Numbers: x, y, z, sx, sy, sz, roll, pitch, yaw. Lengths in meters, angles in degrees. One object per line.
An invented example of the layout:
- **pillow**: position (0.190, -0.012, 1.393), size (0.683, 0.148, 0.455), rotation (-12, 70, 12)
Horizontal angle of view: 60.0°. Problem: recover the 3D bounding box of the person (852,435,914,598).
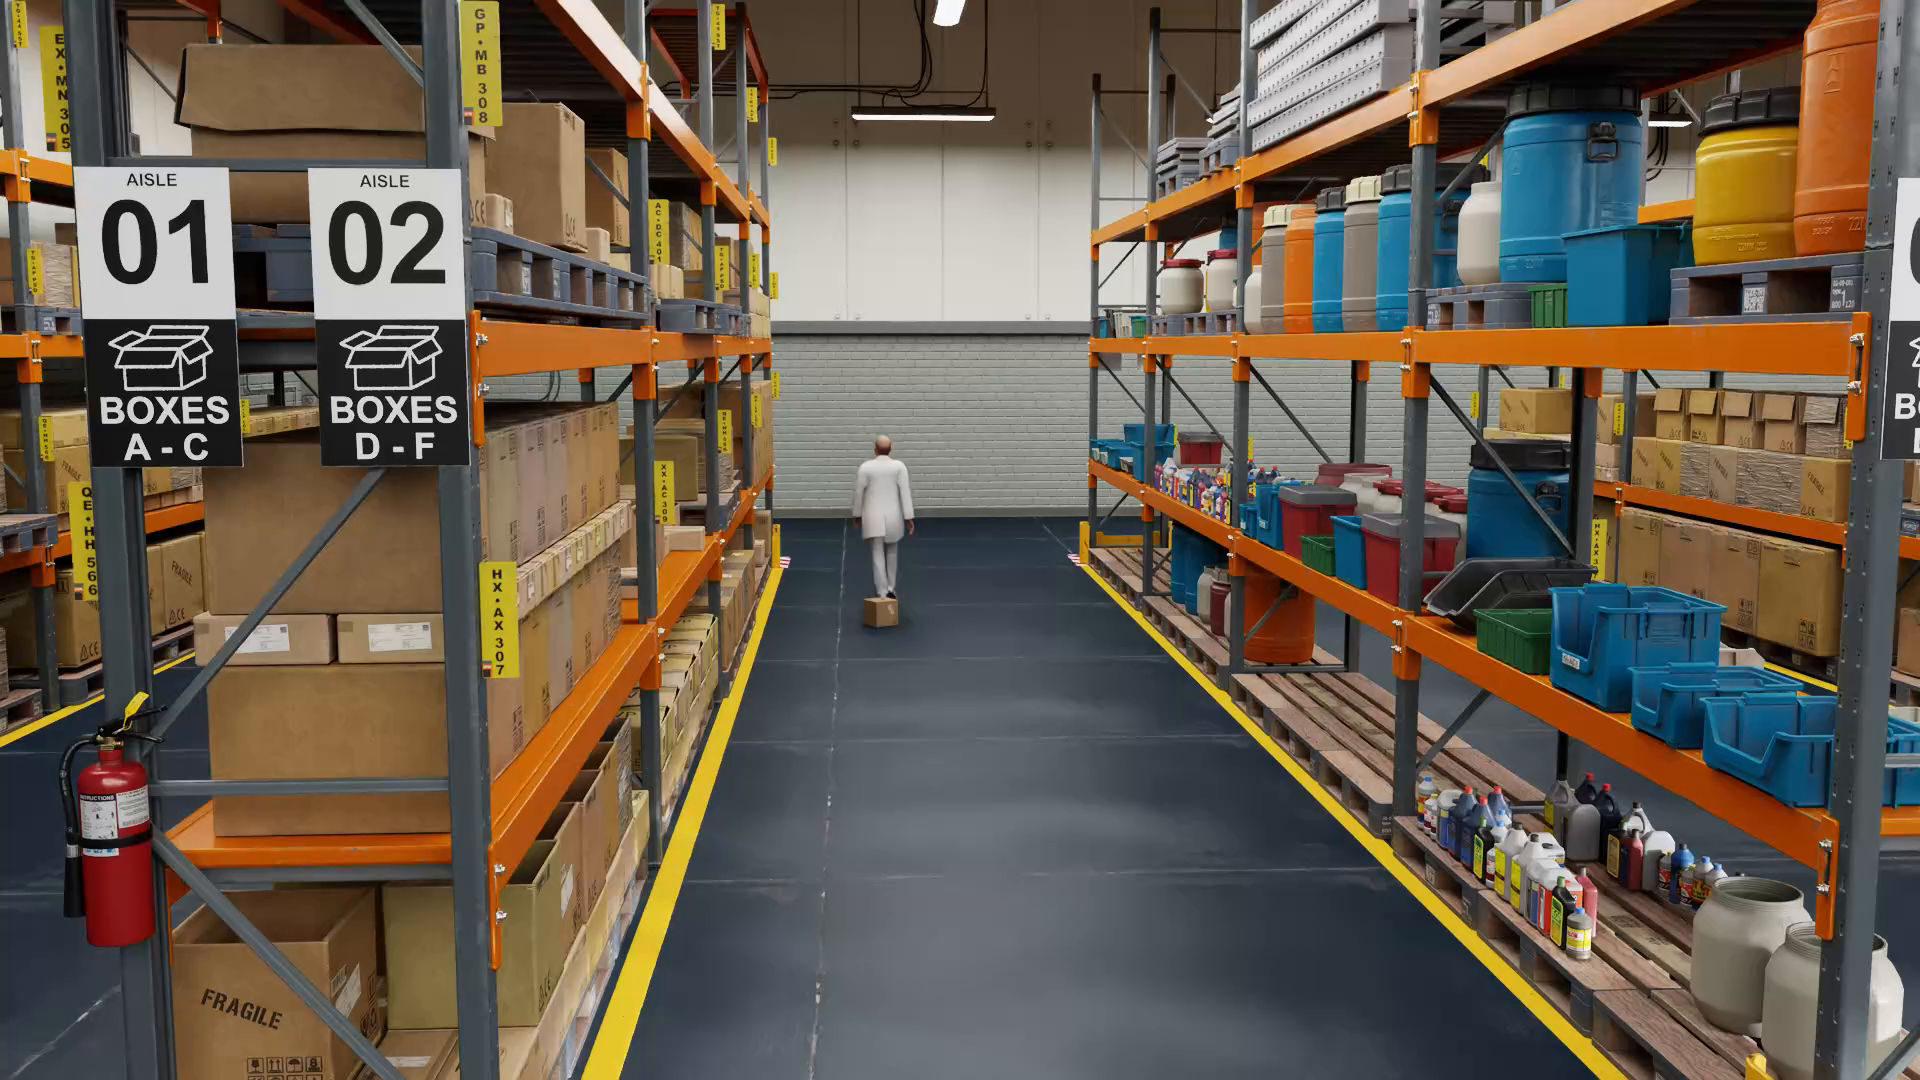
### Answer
- **person**: position (-0.838, -0.229, 17.716), size (0.621, 1.779, 0.941), rotation (-2, 7, -14)
